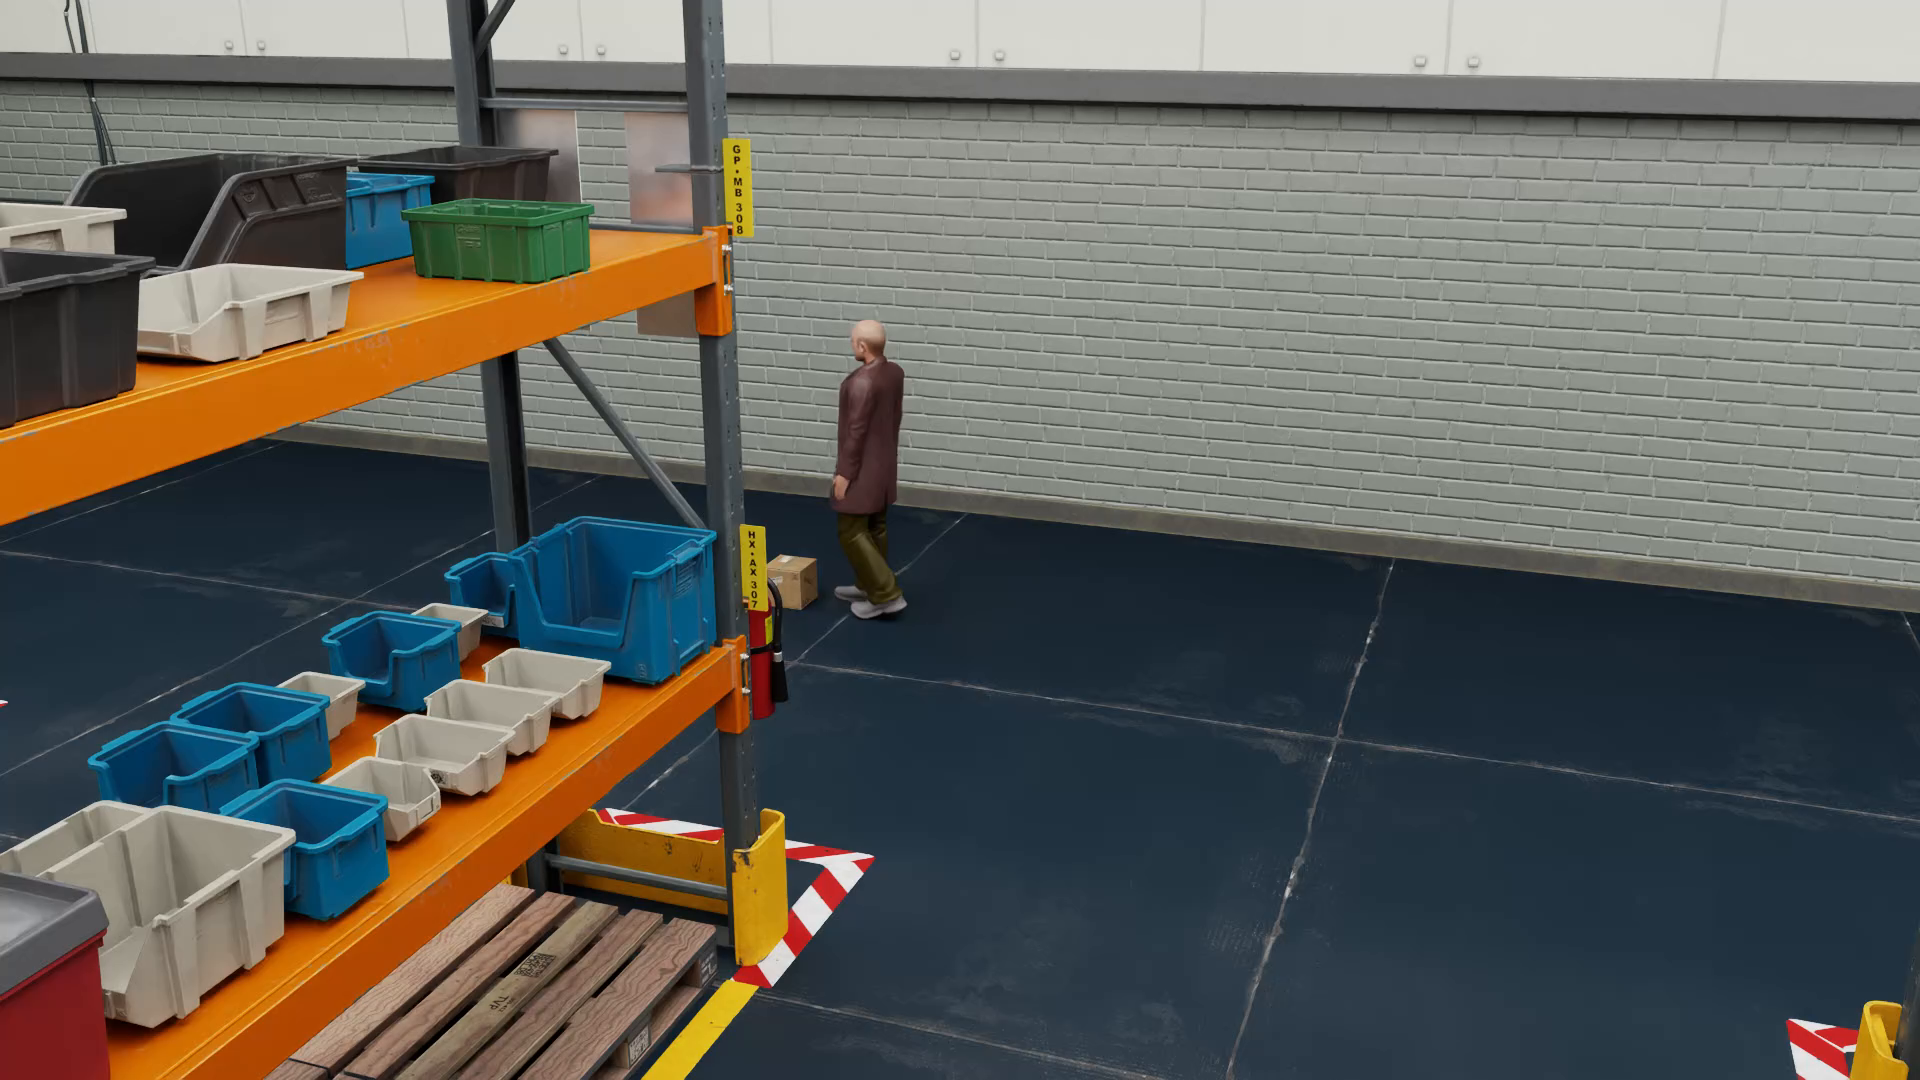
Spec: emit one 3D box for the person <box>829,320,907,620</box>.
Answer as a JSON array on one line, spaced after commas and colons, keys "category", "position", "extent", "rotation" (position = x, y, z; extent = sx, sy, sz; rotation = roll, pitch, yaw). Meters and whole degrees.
[{"category": "person", "position": [-0.546, -0.422, 9.822], "extent": [0.617, 1.783, 0.609], "rotation": [8, 20, 24]}]
